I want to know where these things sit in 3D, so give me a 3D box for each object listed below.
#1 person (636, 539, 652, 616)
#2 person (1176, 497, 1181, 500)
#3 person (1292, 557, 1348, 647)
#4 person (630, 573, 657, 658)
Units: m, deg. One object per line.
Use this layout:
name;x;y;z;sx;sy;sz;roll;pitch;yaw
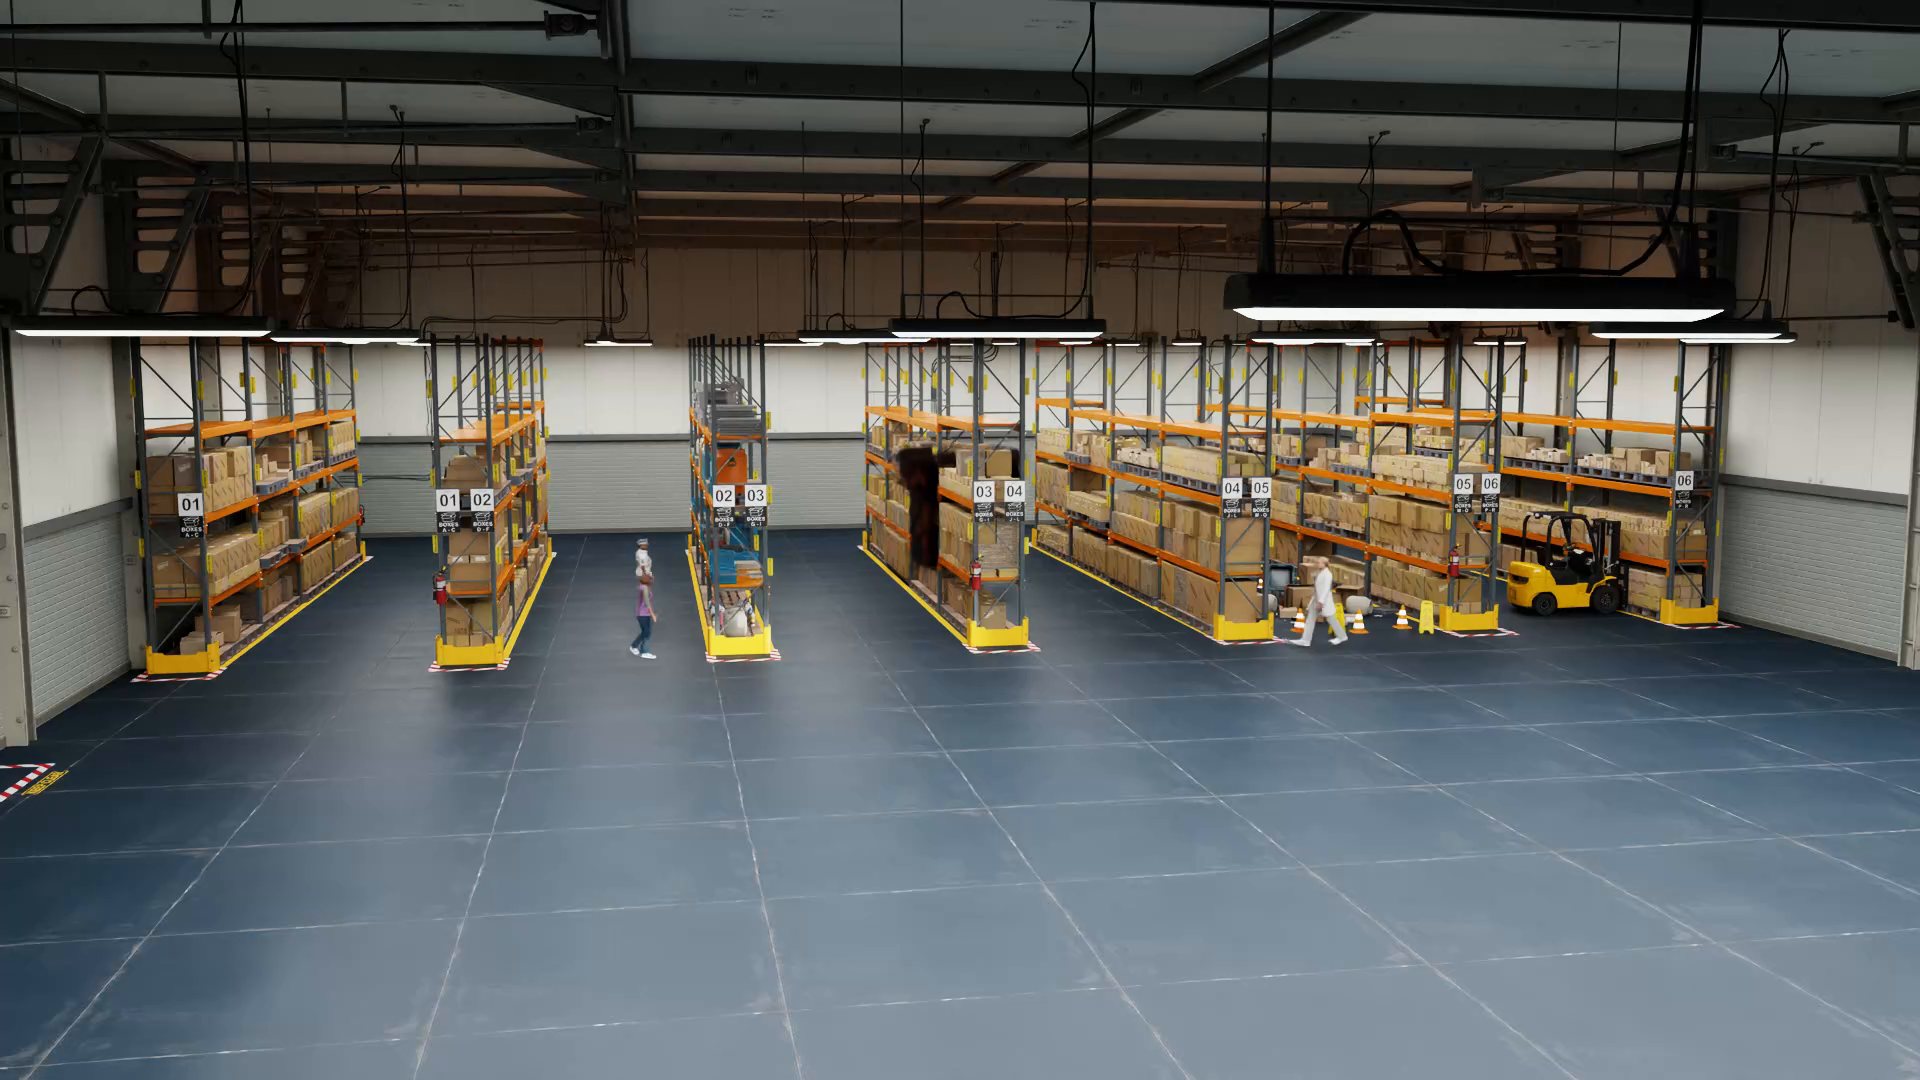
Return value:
person;-6.775;0.806;35.727;0.367;1.709;0.491;-4;8;-30
person;6.010;-0.365;46.140;0.610;1.636;0.541;-2;7;-13
person;6.988;1.188;32.066;1.119;1.740;0.538;-4;8;-32
person;-5.879;1.415;30.881;0.580;1.605;0.411;1;7;4
